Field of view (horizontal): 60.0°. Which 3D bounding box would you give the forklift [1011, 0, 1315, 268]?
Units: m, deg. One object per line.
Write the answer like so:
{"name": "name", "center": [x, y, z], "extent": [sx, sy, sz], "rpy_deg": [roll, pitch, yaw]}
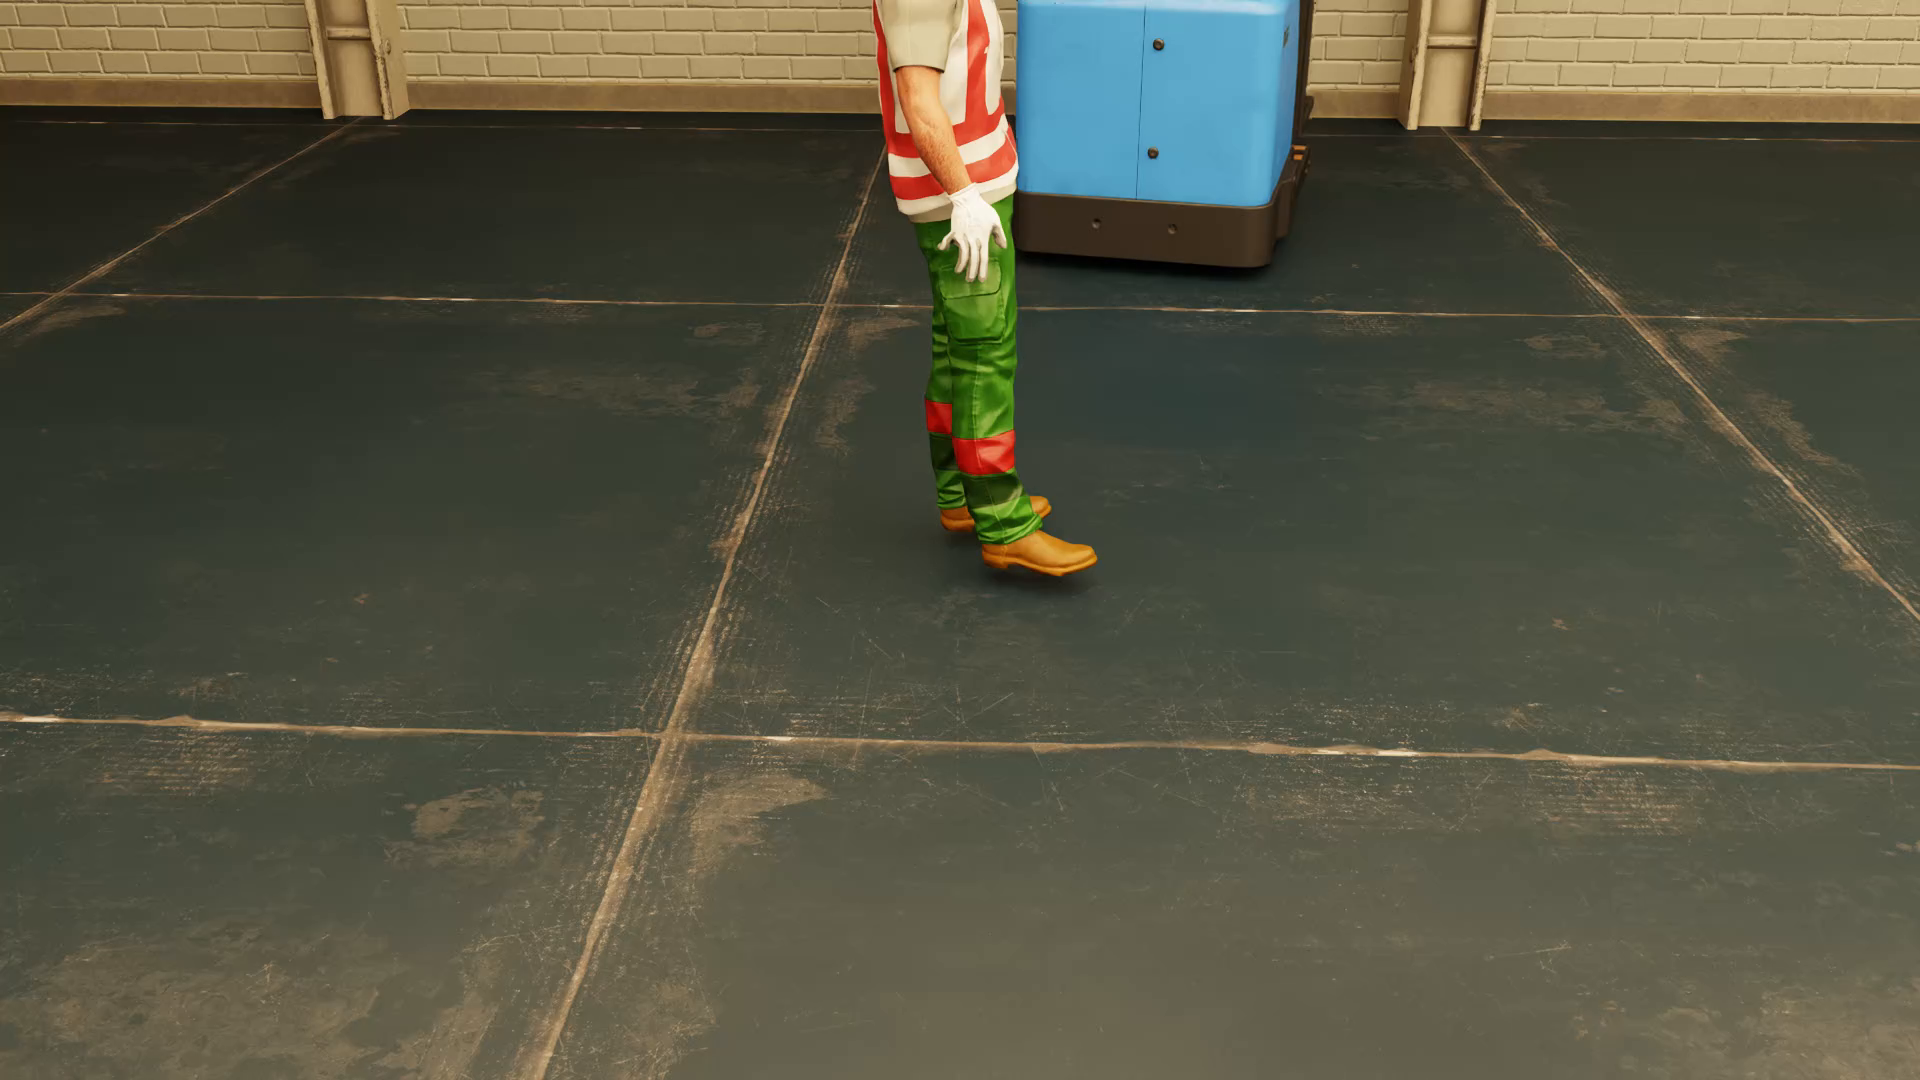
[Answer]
{"name": "forklift", "center": [1.079, -3.013, 7.318], "extent": [1.130, 2.935, 3.031], "rpy_deg": [7, 27, 13]}

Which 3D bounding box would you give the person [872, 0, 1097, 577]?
{"name": "person", "center": [0.080, -0.838, 4.092], "extent": [0.561, 1.789, 0.638], "rpy_deg": [1, 26, 2]}
